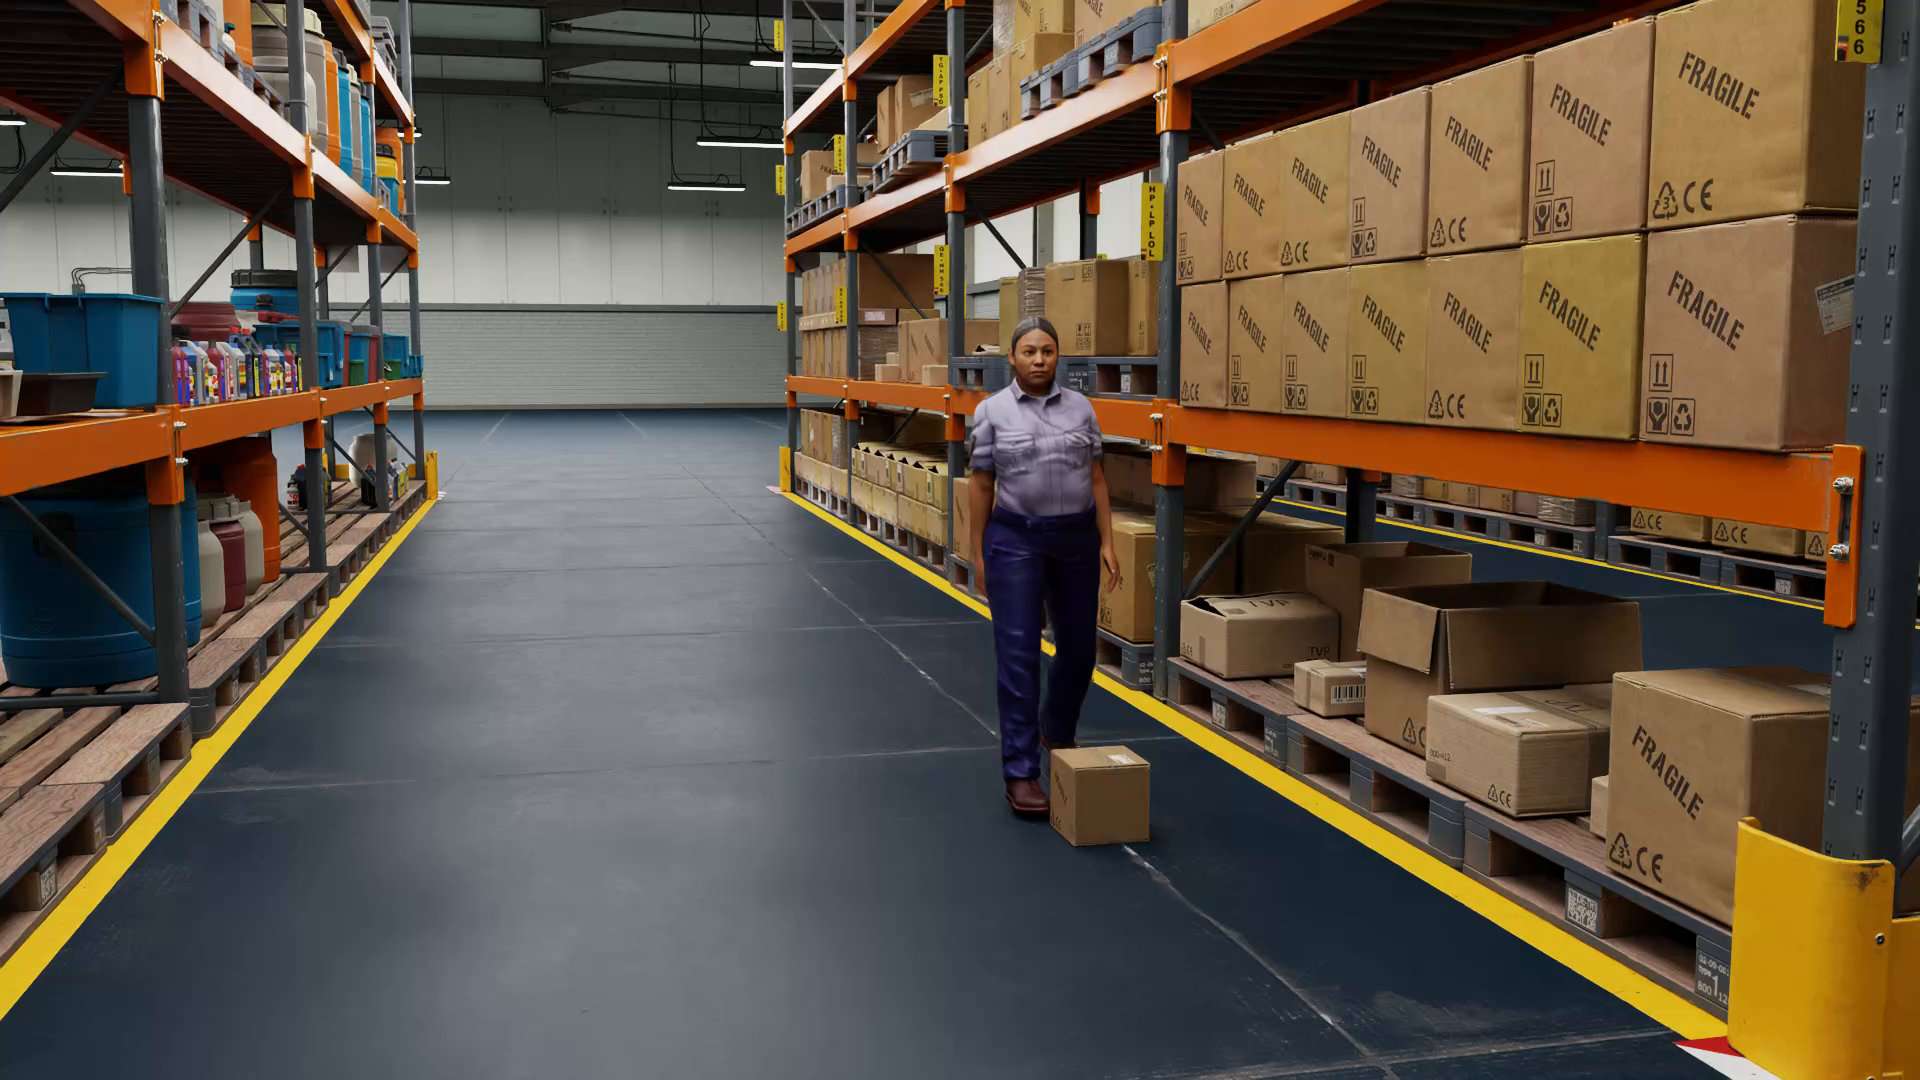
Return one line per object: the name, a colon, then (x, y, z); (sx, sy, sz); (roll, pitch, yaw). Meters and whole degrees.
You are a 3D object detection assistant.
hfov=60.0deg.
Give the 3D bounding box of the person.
person: (0.296, 0.051, 5.709); (0.493, 1.626, 0.764); (-2, 6, -15)
